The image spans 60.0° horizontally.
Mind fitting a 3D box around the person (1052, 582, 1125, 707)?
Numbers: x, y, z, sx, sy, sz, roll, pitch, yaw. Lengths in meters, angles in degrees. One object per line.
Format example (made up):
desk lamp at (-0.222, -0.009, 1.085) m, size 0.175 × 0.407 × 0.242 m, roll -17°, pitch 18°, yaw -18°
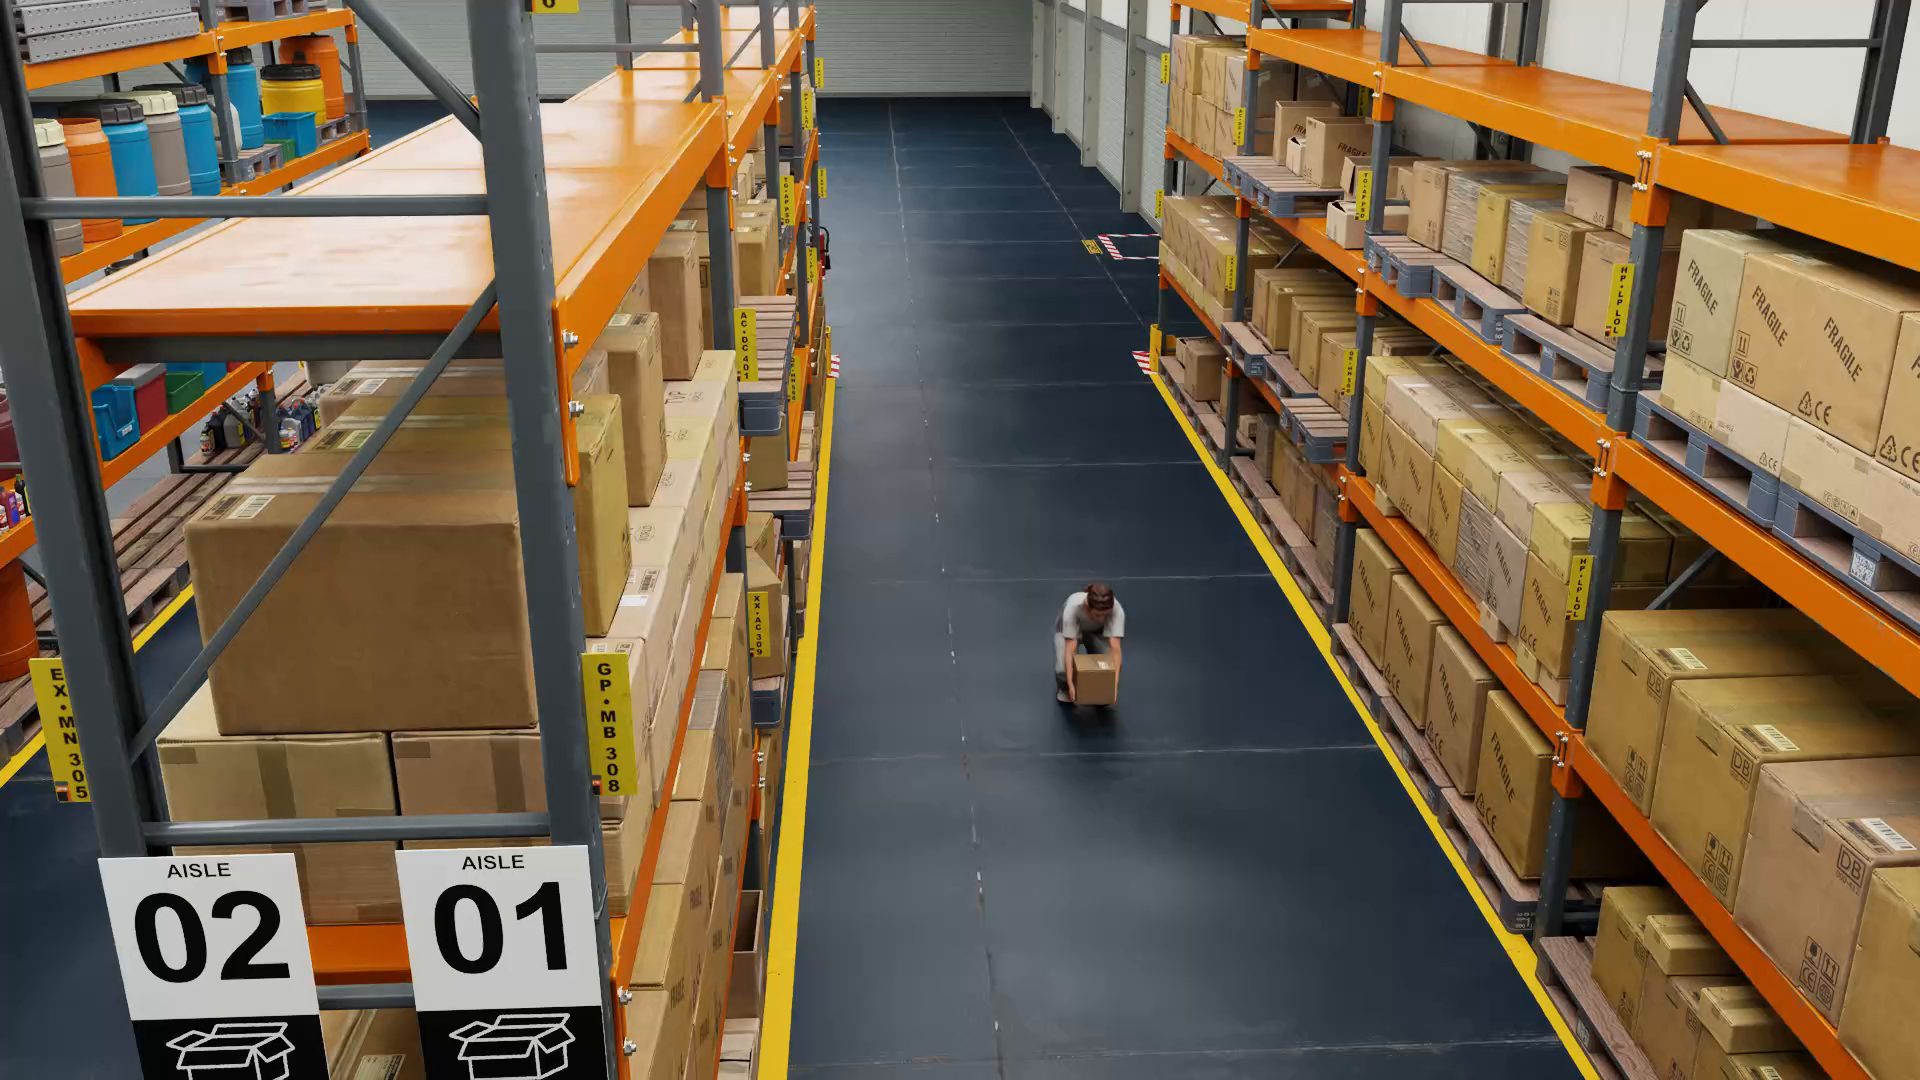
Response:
person at (0.858, 0.668, 11.157) m, size 0.468 × 0.958 × 0.798 m, roll -2°, pitch 21°, yaw -4°
